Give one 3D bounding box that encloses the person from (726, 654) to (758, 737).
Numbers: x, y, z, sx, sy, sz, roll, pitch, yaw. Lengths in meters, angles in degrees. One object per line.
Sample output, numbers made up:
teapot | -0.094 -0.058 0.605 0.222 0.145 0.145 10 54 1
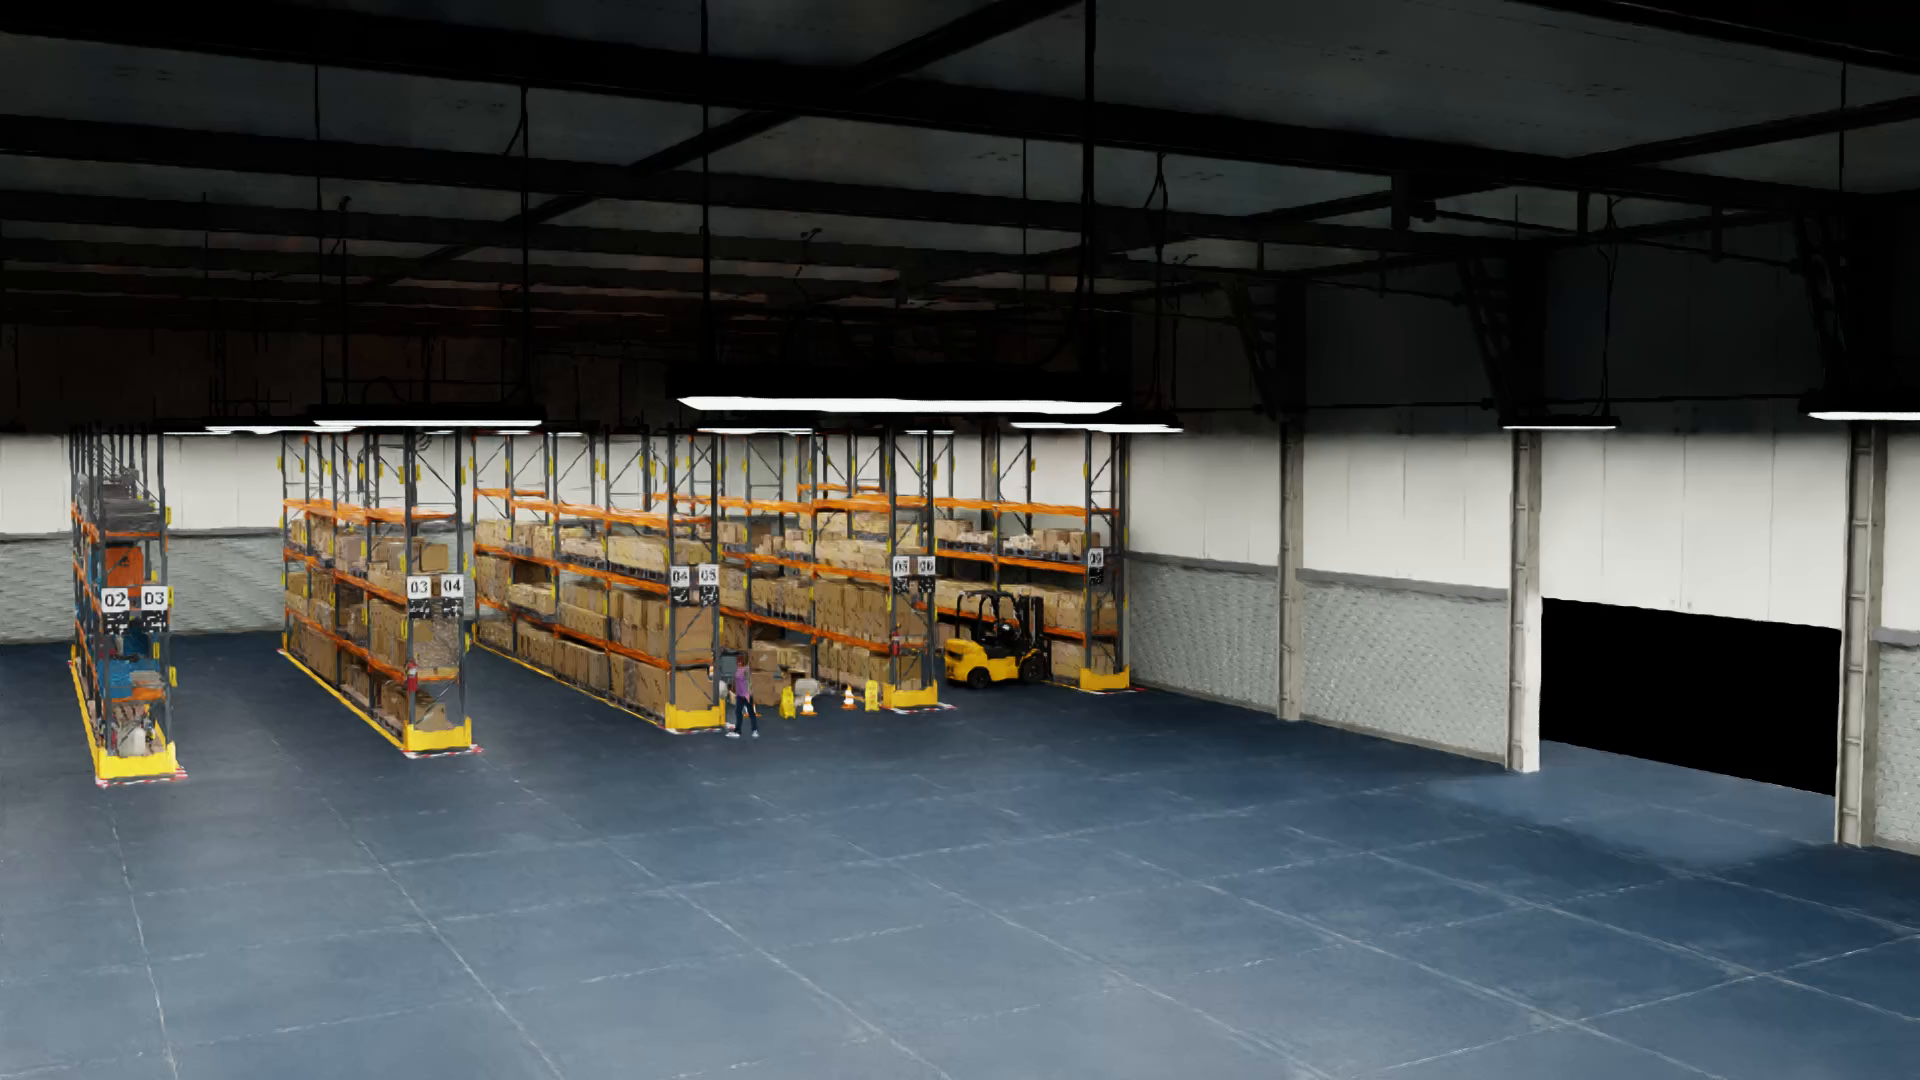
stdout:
person | -4.149 2.960 31.744 0.569 1.582 0.537 -3 5 -43
